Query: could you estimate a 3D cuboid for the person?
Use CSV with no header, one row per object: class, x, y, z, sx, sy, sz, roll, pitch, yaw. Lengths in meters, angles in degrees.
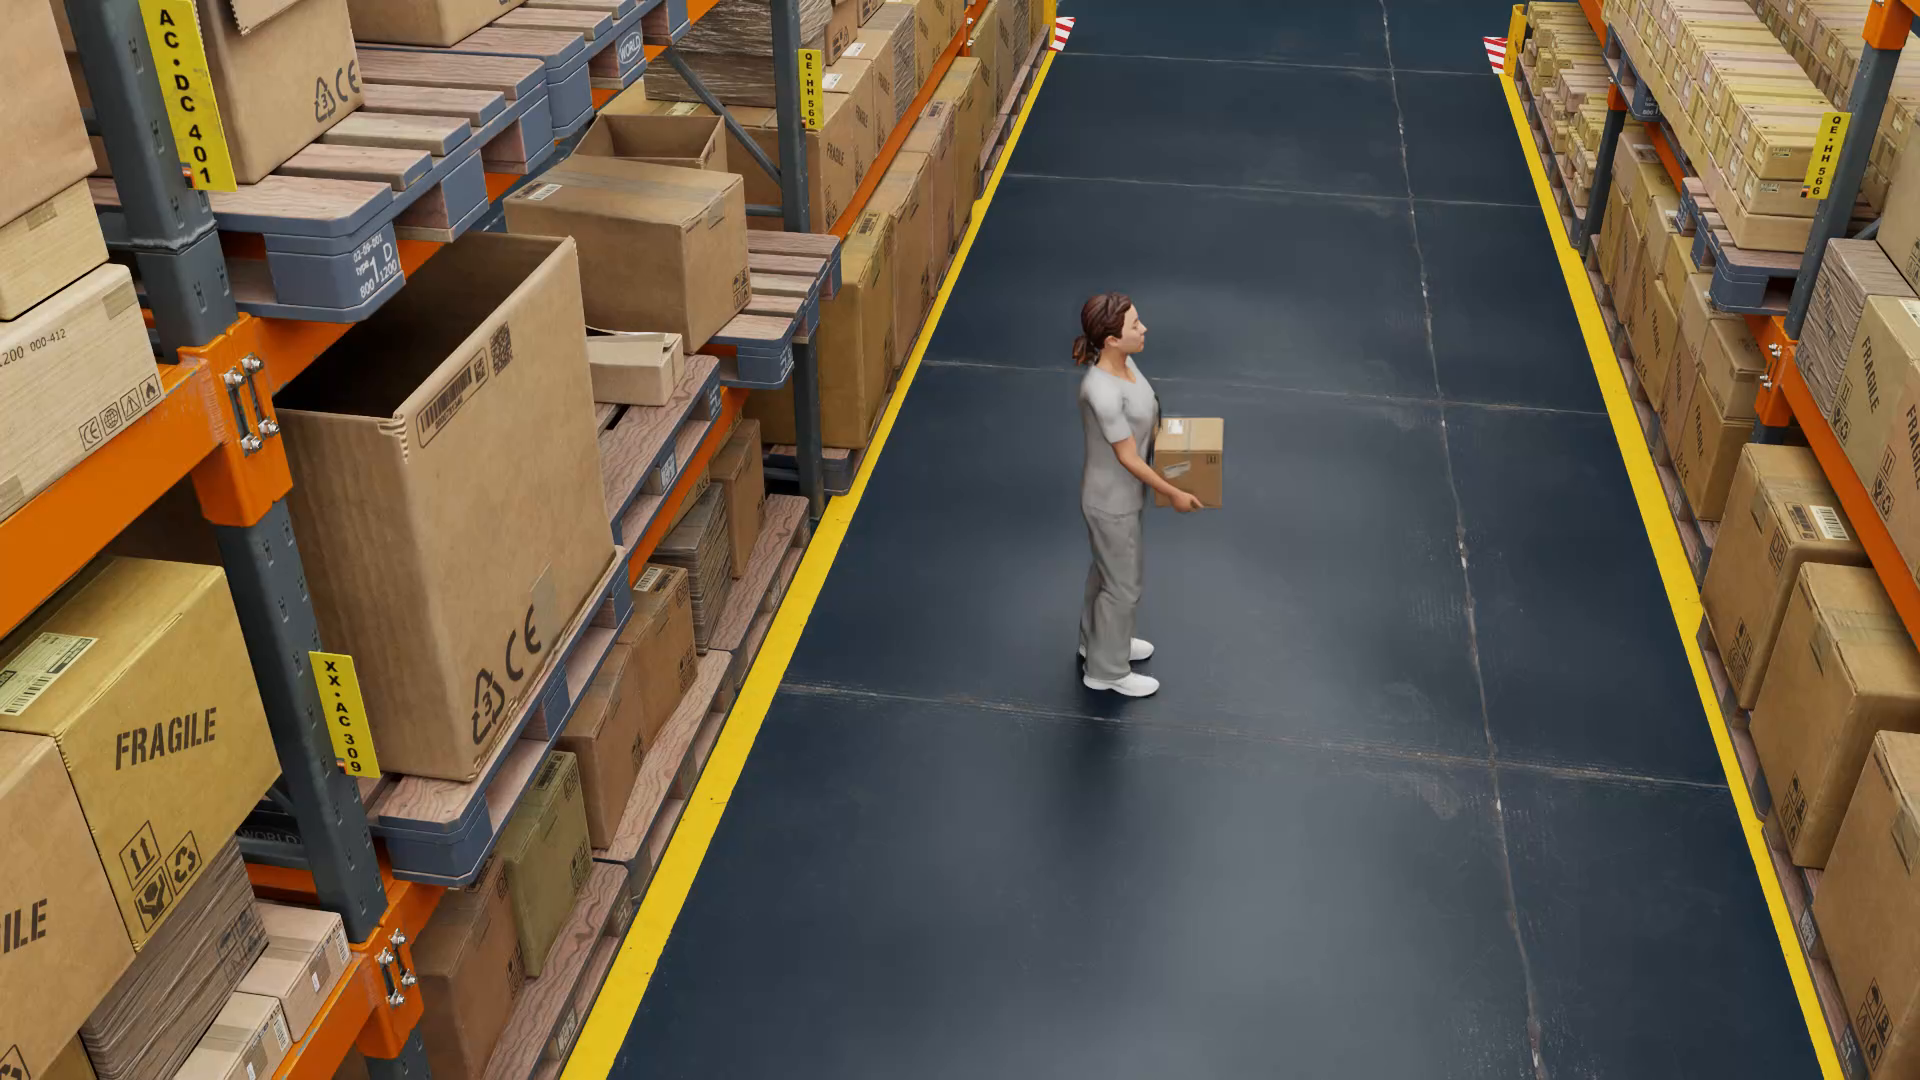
person,0.669,-0.162,6.395,0.547,1.671,0.444,6,33,10
